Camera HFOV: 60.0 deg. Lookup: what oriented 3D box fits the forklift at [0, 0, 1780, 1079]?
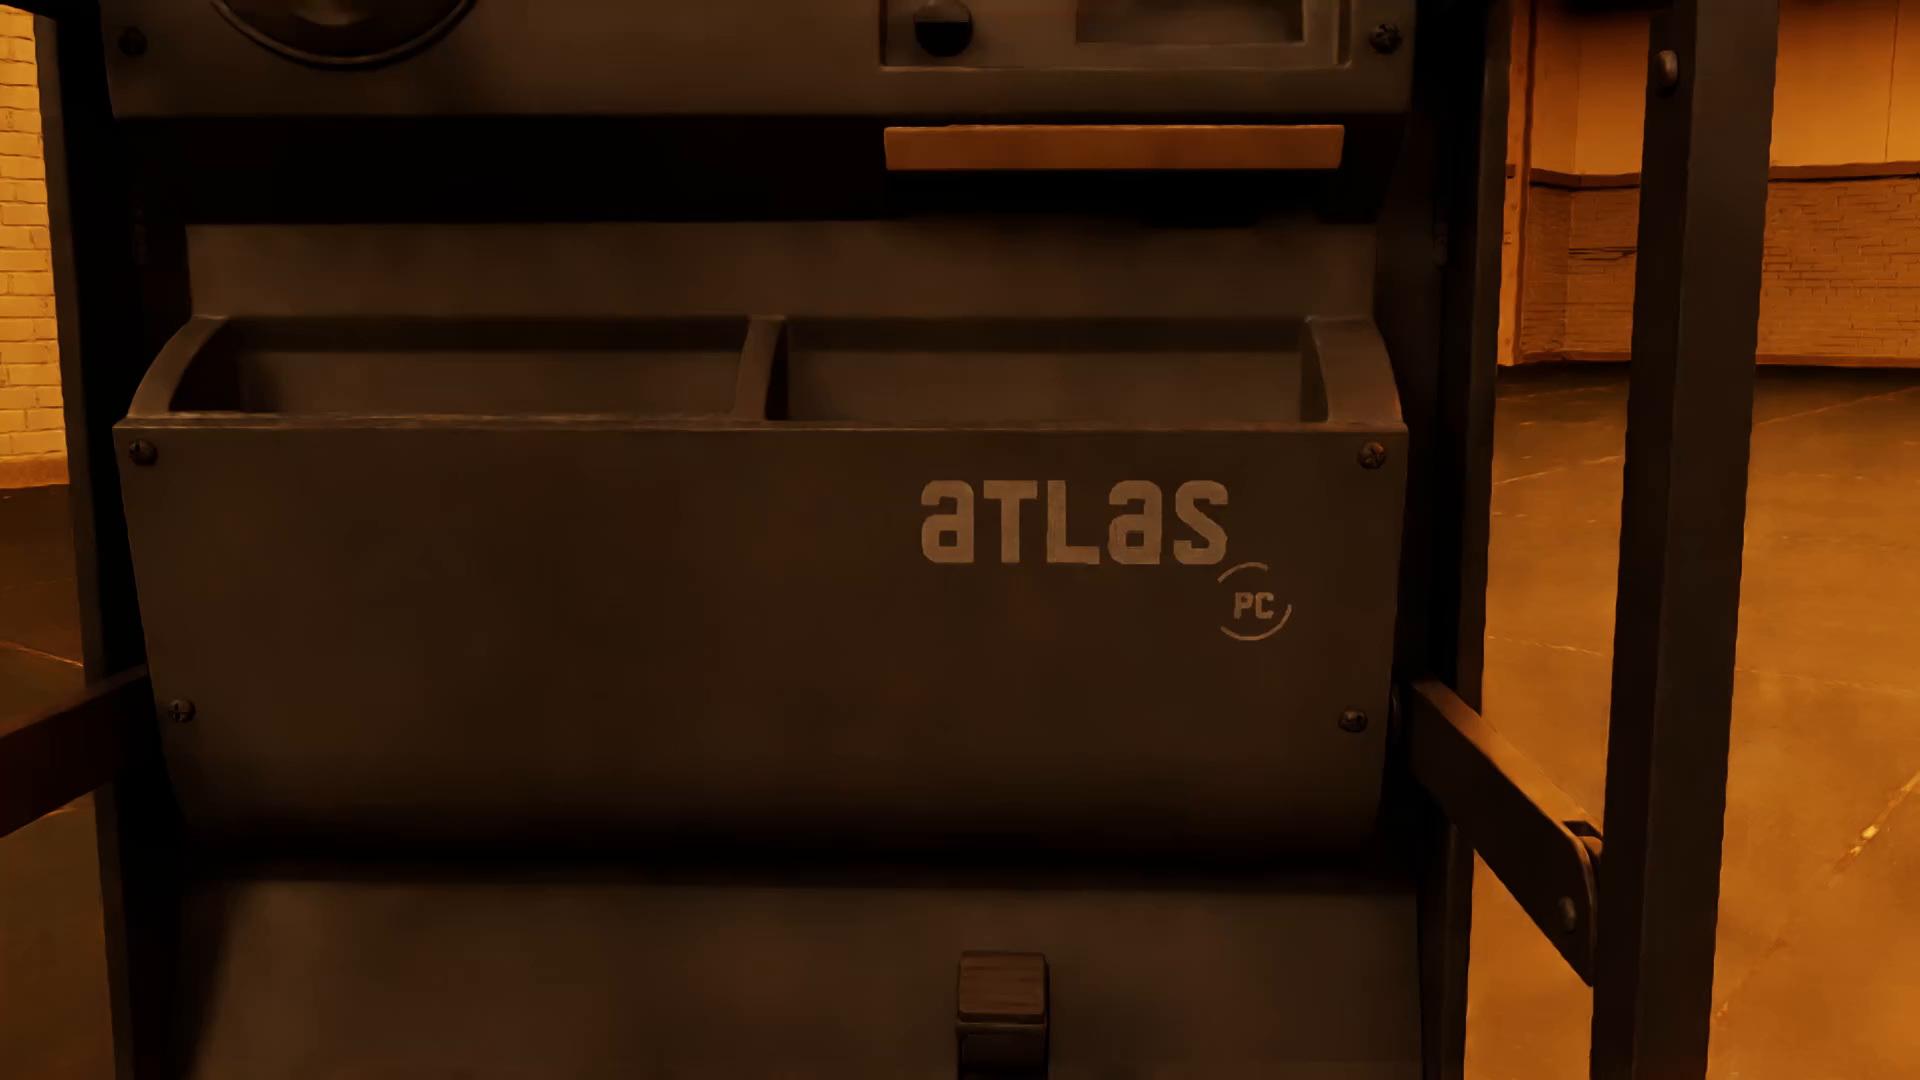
[{"bbox_3d":[-0.151,-0.541,0.980,1.130,2.935,3.031,0,8,2],"label":"forklift"}]
